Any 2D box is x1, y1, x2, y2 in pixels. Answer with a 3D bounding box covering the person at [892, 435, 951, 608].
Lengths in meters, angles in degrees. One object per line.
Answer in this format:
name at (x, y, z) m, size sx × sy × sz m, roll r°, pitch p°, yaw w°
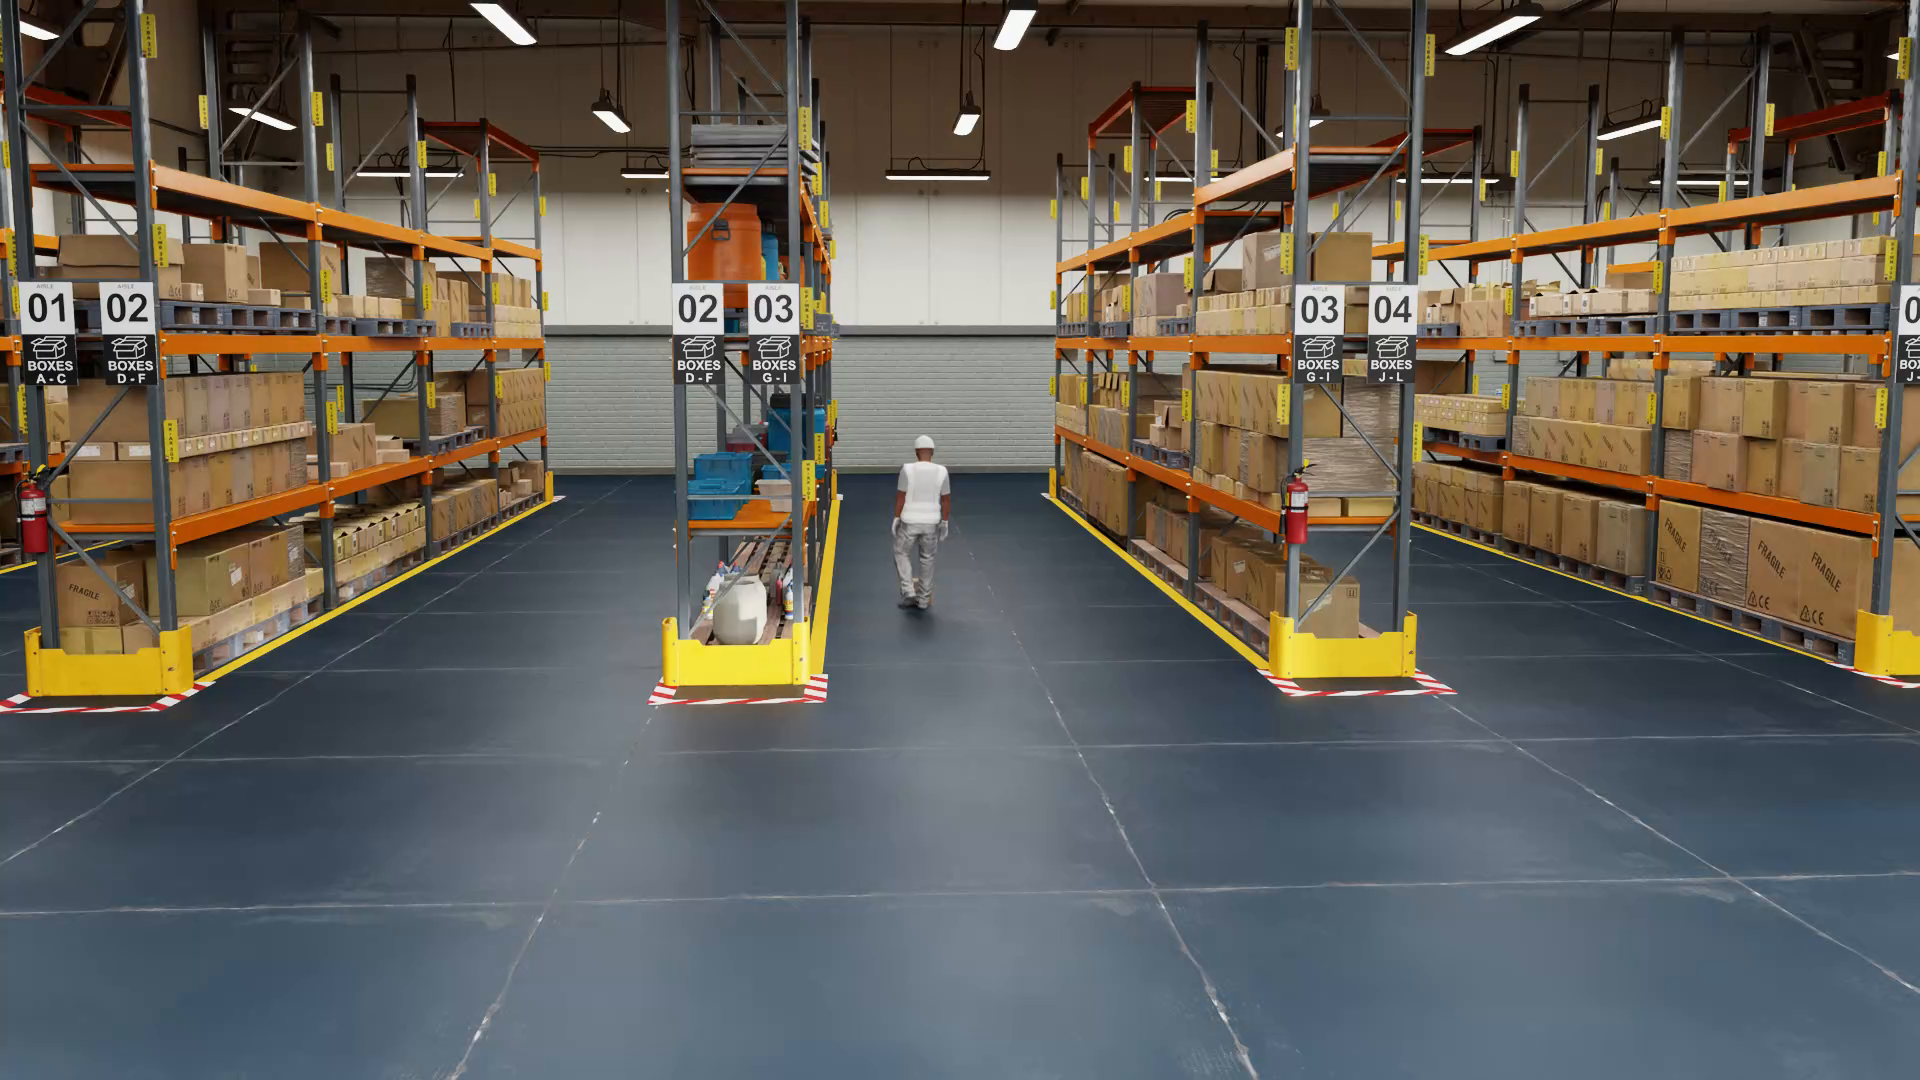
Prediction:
person at (-0.417, -0.180, 17.006) m, size 0.595 × 1.781 × 0.583 m, roll -2°, pitch 7°, yaw -13°
